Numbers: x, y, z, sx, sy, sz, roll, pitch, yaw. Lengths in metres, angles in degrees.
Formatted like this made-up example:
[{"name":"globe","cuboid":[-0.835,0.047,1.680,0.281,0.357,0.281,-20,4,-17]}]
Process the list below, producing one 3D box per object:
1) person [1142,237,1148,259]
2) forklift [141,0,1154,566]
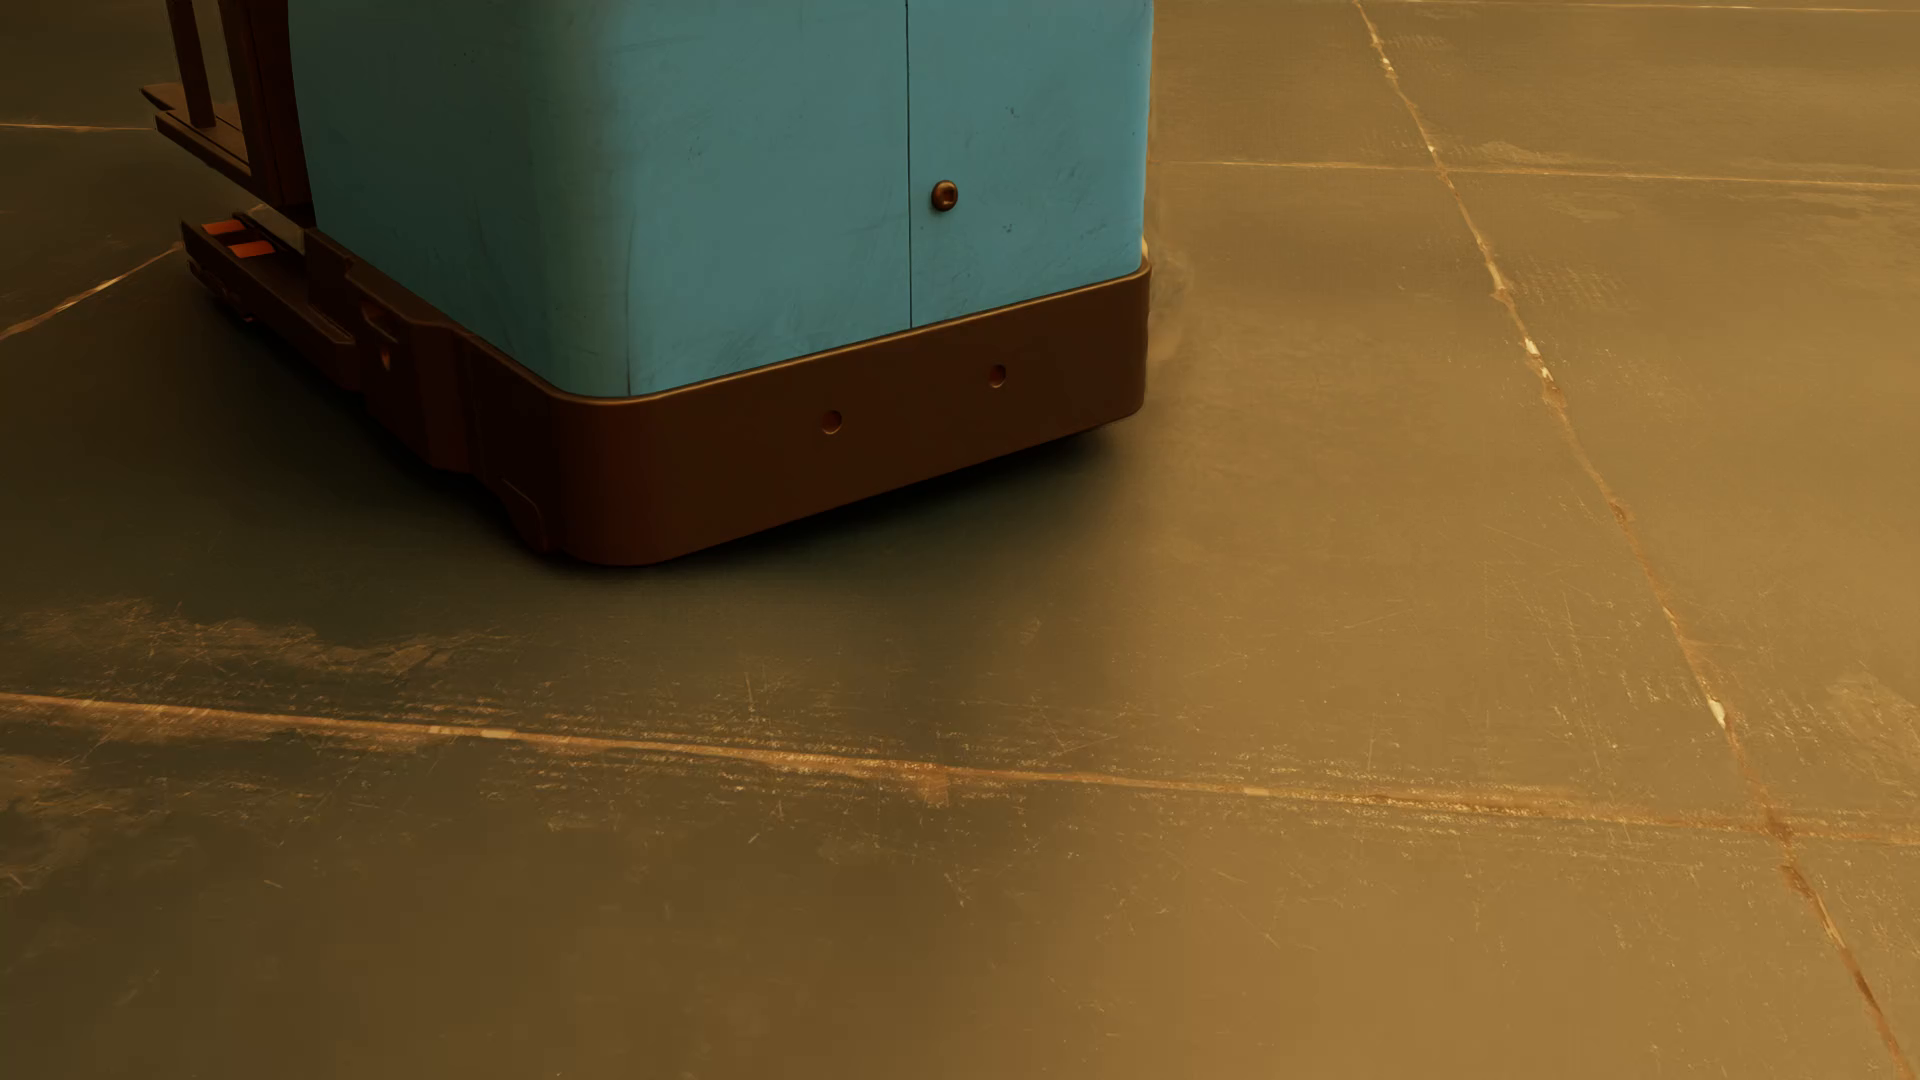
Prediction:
[{"name":"person","cuboid":[0.066,-1.103,2.915,0.729,1.575,0.841,3,27,6]},{"name":"forklift","cuboid":[-0.982,-1.871,2.967,1.130,2.935,3.031,-19,32,-33]}]
